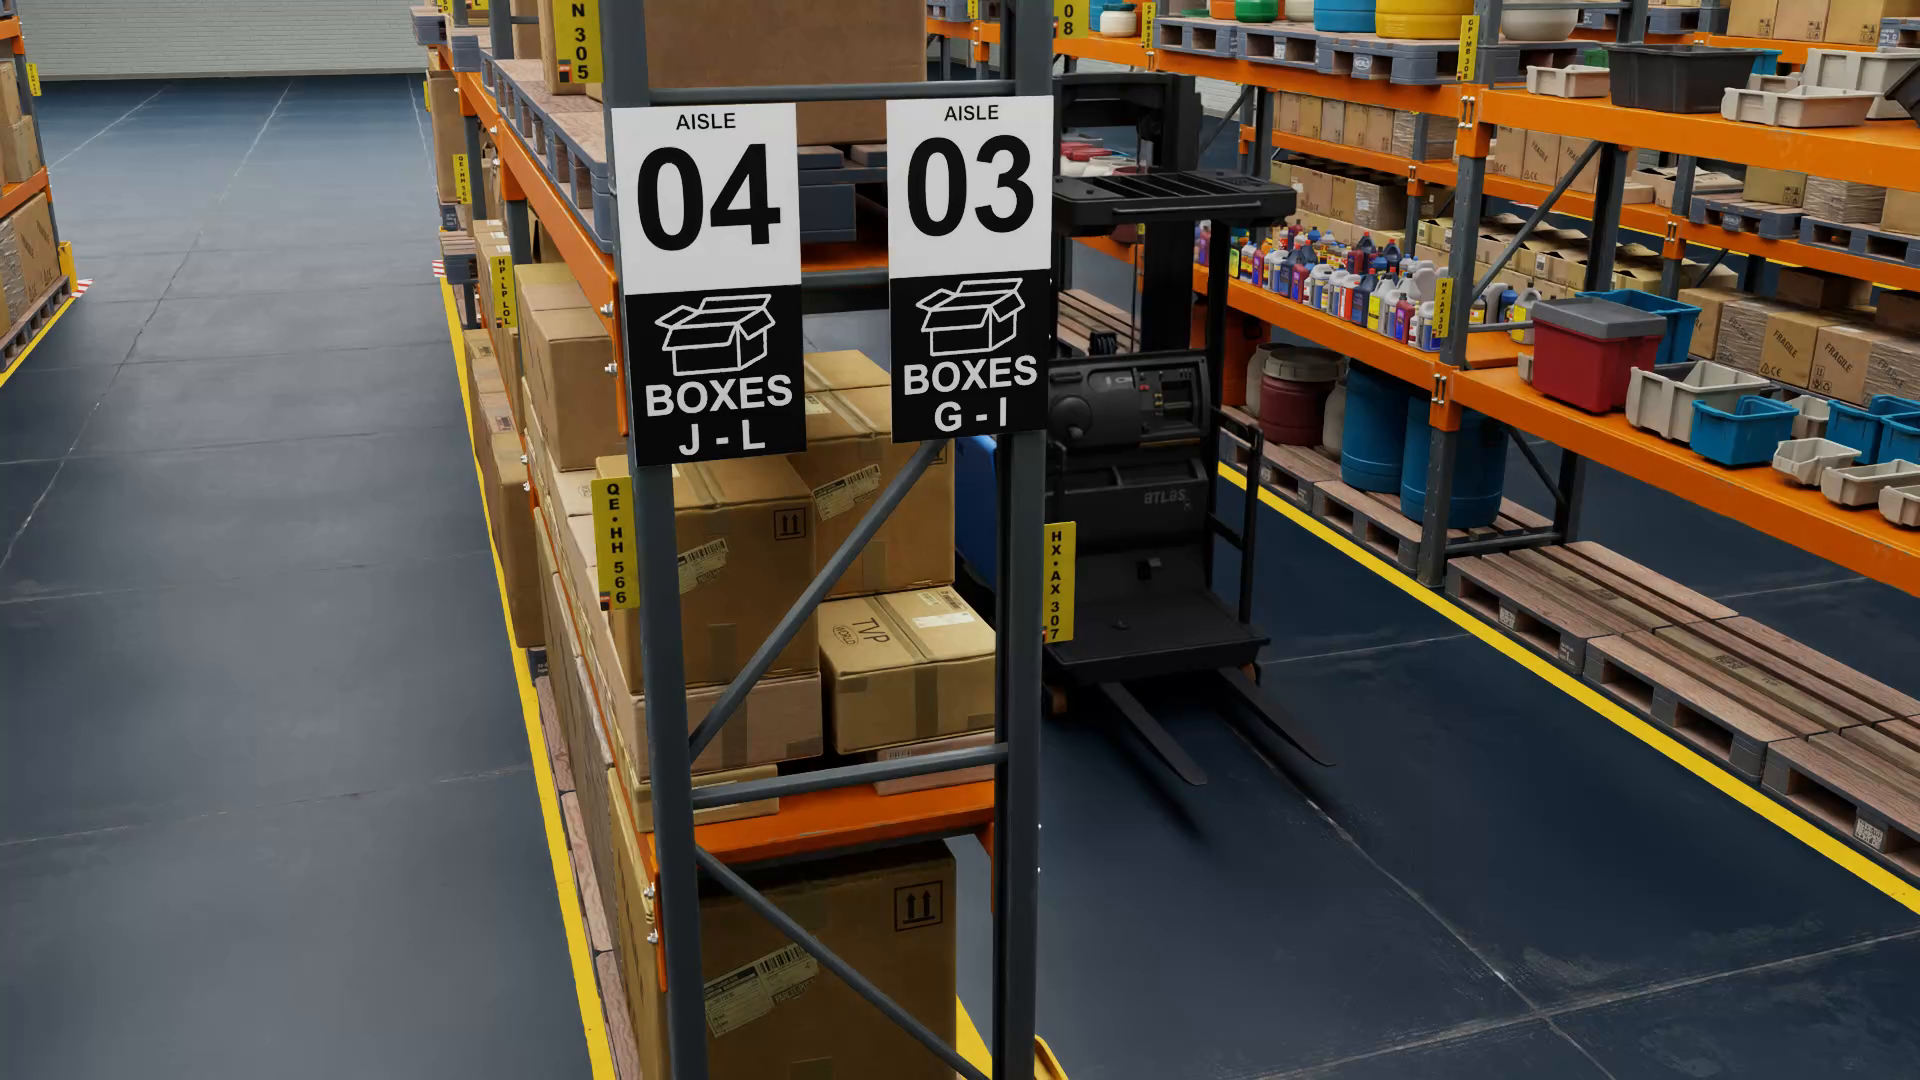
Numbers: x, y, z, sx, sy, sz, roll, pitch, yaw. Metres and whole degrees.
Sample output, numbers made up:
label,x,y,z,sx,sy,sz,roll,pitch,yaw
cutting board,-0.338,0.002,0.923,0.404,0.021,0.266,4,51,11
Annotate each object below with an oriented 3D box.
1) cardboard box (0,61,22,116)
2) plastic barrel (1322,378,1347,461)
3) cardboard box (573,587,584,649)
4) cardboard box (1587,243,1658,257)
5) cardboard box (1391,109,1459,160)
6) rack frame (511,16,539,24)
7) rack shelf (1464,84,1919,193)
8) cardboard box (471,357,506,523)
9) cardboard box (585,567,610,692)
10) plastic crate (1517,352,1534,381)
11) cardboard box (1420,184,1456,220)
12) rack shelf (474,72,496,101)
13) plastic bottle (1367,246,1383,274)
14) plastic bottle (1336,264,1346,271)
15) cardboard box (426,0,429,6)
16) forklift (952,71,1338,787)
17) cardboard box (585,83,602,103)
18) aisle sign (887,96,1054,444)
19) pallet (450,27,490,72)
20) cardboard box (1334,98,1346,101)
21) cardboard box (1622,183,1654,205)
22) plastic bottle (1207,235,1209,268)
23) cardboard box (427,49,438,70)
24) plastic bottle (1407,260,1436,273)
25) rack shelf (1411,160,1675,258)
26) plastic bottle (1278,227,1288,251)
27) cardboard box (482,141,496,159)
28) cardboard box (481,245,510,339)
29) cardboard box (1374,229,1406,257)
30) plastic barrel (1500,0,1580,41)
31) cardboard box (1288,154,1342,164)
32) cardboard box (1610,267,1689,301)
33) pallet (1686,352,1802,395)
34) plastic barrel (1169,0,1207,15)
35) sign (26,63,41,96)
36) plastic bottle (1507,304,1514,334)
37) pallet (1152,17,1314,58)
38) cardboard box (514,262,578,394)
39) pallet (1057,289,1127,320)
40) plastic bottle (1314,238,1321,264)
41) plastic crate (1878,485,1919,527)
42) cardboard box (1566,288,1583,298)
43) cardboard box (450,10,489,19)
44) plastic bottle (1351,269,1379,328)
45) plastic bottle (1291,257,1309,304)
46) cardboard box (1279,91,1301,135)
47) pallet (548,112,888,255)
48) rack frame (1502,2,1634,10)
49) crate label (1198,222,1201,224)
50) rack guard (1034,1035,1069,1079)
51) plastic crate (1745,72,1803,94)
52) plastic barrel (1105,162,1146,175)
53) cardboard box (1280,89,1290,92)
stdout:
label,x,y,z,sx,sy,sz,roll,pitch,yaw
cardboard box,-9.971,-4.482,16.639,0.875,0.550,0.550,-6,21,-17
plastic barrel,2.693,-0.818,11.315,0.421,0.512,0.421,0,20,0
cardboard box,-1.111,0.241,5.679,0.380,0.149,0.250,-6,21,-17
cardboard box,6.392,-2.704,16.124,0.500,0.311,0.500,-7,21,-19
cardboard box,2.536,-2.142,11.794,10.414,0.500,11.691,-7,21,-19
rack frame,-1.542,-3.494,6.831,0.949,2.616,0.053,-6,21,-17
rack shelf,3.791,-1.628,7.139,1.077,0.370,4.000,-6,21,-17
cardboard box,-2.326,-0.641,10.287,1.225,0.875,0.875,-6,21,-17
cardboard box,-0.845,0.253,5.055,0.500,0.250,0.500,-7,21,-18
plastic crate,3.173,-0.936,8.887,0.396,0.136,0.243,-6,21,-17
cardboard box,5.503,-3.728,18.694,0.500,0.500,0.500,-6,21,-17
rack shelf,-2.168,-2.478,9.214,0.919,0.124,3.809,-6,21,-17
plastic bottle,2.839,-1.866,11.346,0.061,0.283,0.133,-6,21,-17
plastic bottle,2.456,-1.644,10.747,0.097,0.271,0.097,0,20,0
cardboard box,-5.085,-5.356,16.676,0.500,0.250,0.500,-6,21,-17
forklift,0.852,-0.670,7.947,1.130,2.935,3.031,-6,21,-16
cardboard box,-0.767,-1.606,5.095,0.700,0.500,0.500,-8,21,-21
aisle sign,0.025,-0.619,3.857,0.394,0.787,0.004,-6,21,-17
pallet,-2.544,-3.076,10.385,1.213,0.211,1.003,-5,20,-15
cardboard box,4.579,-5.199,19.345,0.380,0.149,0.250,-6,21,-15
cardboard box,6.064,-3.147,15.111,0.380,0.149,0.250,-6,21,-17
plastic bottle,1.880,-2.100,12.010,0.152,0.276,0.135,-6,21,-17
cardboard box,-5.397,-4.974,17.759,0.500,0.500,0.500,-6,21,-17
plastic bottle,3.015,-1.699,10.893,0.152,0.276,0.135,-6,21,-17
rack shelf,5.980,-3.309,16.255,1.077,0.370,4.000,-6,21,-17
plastic bottle,2.457,-2.263,12.575,0.097,0.201,0.097,0,20,0
cardboard box,-3.421,-2.938,13.384,0.797,0.503,0.637,-4,20,-12
cardboard box,-2.573,-1.487,9.971,0.500,0.500,0.500,-7,21,-18
cardboard box,4.999,-3.318,18.664,0.500,0.250,0.500,-6,21,-17
plastic barrel,3.235,-3.066,9.255,0.433,0.535,0.433,0,20,0
cardboard box,4.546,-4.689,21.370,0.500,0.500,0.500,-6,21,-17
cardboard box,6.211,-2.315,15.041,0.500,0.311,0.500,-6,21,-16
pallet,6.808,-1.450,14.140,1.003,0.211,1.213,-6,21,-17
plastic barrel,1.853,-4.415,13.091,0.600,0.901,0.600,0,20,0
sign,-9.532,-4.736,17.103,0.100,0.325,0.005,-6,21,-17
plastic bottle,3.357,-1.344,10.015,0.097,0.201,0.097,0,20,0
pallet,2.053,-3.547,11.697,1.003,0.211,1.213,-6,21,-17
cardboard box,-1.631,-0.912,7.191,0.500,0.500,0.500,-6,21,-17
pallet,0.932,-2.204,16.240,1.003,0.211,1.213,-6,21,-17
plastic bottle,2.621,-2.096,12.108,0.097,0.201,0.097,0,20,0
plastic crate,3.914,-0.154,6.710,0.396,0.136,0.243,-6,21,-17
cardboard box,6.047,-2.217,15.598,0.500,0.250,0.500,-7,21,-18
cardboard box,-3.184,-3.775,11.164,0.500,0.500,0.500,-6,21,-16
plastic bottle,2.505,-1.493,10.209,0.144,0.351,0.185,-6,21,-17
plastic bottle,2.227,-1.700,10.885,0.061,0.283,0.133,-6,21,-17
cardboard box,4.399,-5.301,20.589,0.700,0.500,0.500,-6,21,-16
pallet,-0.525,-0.994,4.440,1.003,0.211,1.213,-6,21,-17
rack frame,3.160,-4.020,8.296,0.949,2.616,0.053,-6,21,-17
crate label,1.850,-2.845,13.847,0.502,0.435,0.616,-6,21,-17
rack guard,-0.274,1.797,4.673,1.175,0.500,0.348,-6,21,-17
plastic crate,3.924,-2.117,7.825,0.293,0.136,0.466,-6,21,-17
plastic barrel,1.379,-2.840,13.722,0.421,0.512,0.421,0,20,0
cardboard box,4.176,-5.612,20.495,0.380,0.149,0.250,-6,21,-17
